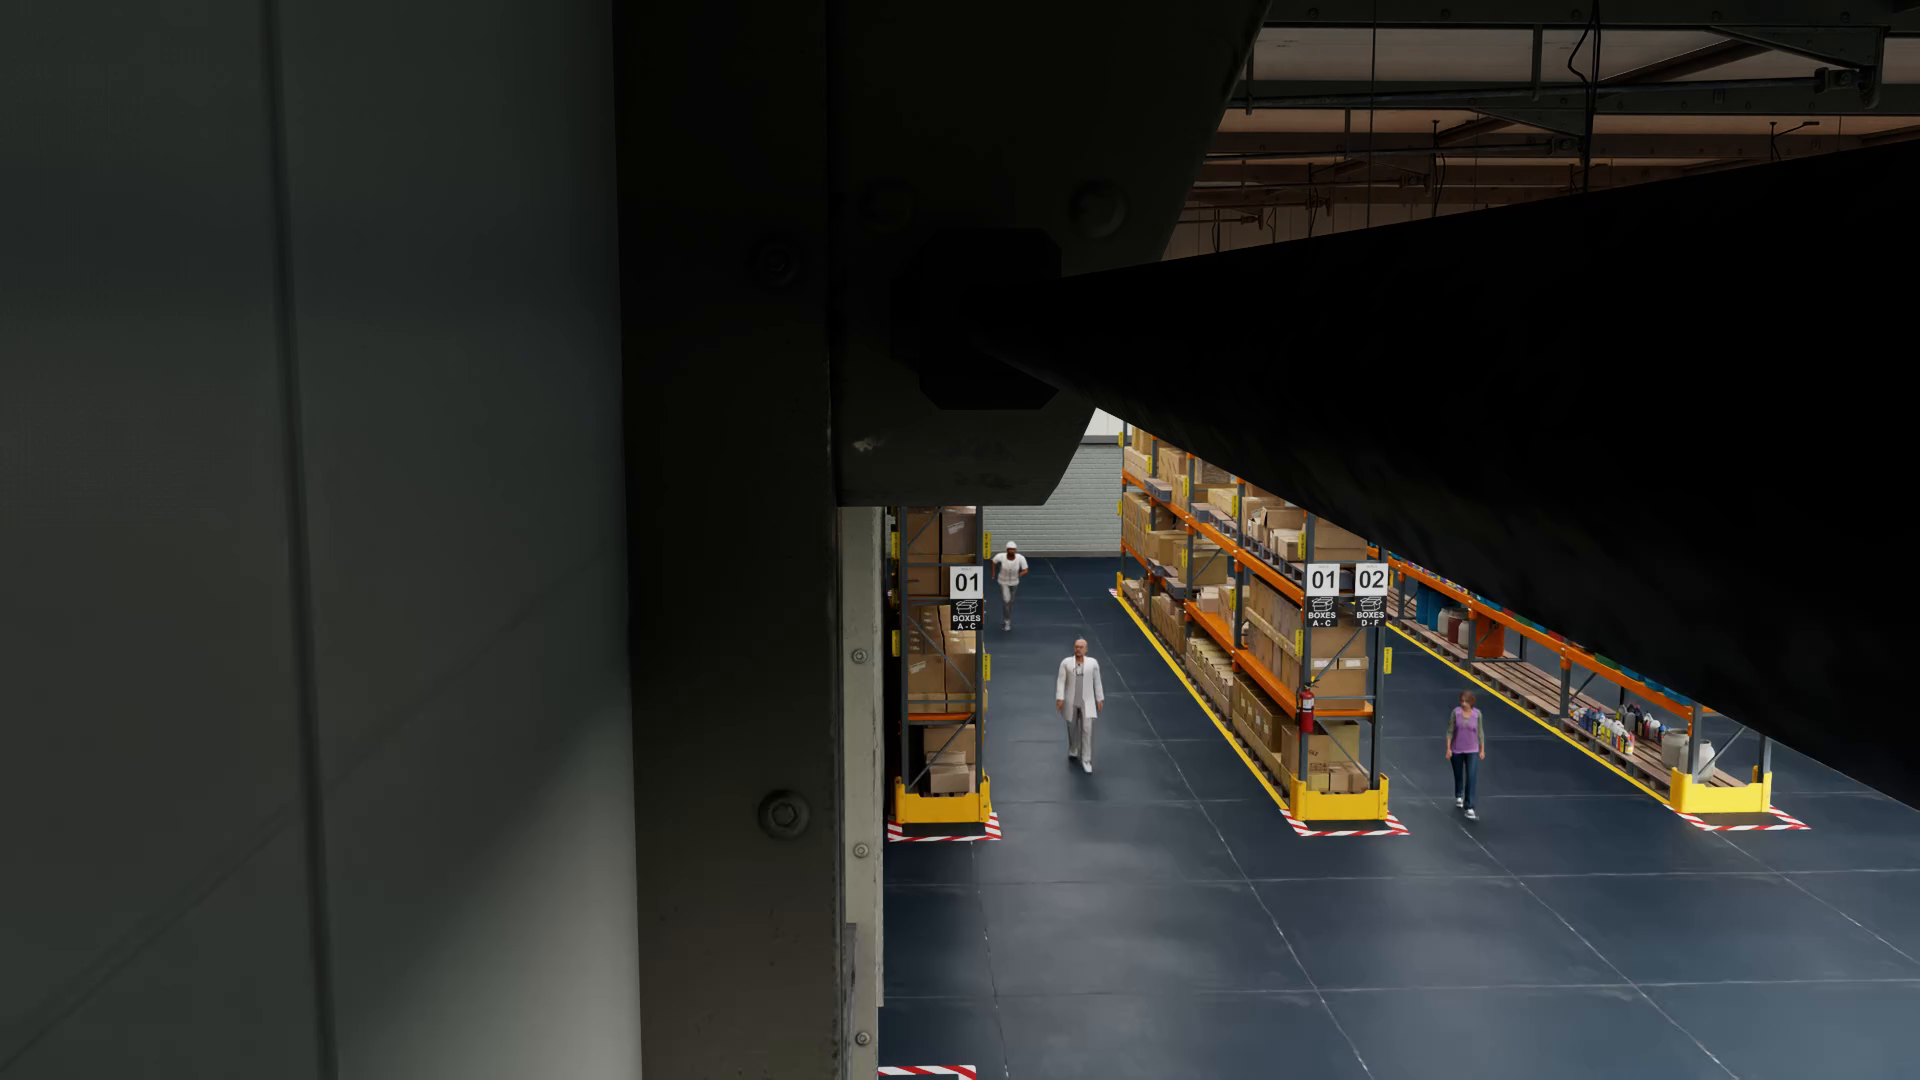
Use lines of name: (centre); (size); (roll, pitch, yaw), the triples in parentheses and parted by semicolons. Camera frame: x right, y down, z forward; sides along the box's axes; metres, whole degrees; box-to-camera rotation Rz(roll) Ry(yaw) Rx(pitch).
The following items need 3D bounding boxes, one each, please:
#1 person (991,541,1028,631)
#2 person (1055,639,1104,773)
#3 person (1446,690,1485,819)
person: (0.966, 0.875, 32.845); (0.705, 1.760, 0.975); (-2, 8, -15)
person: (1.654, 2.238, 22.957); (0.663, 1.723, 1.101); (1, 8, 7)
person: (6.282, 2.647, 20.740); (0.453, 1.549, 0.930); (4, 9, 24)
